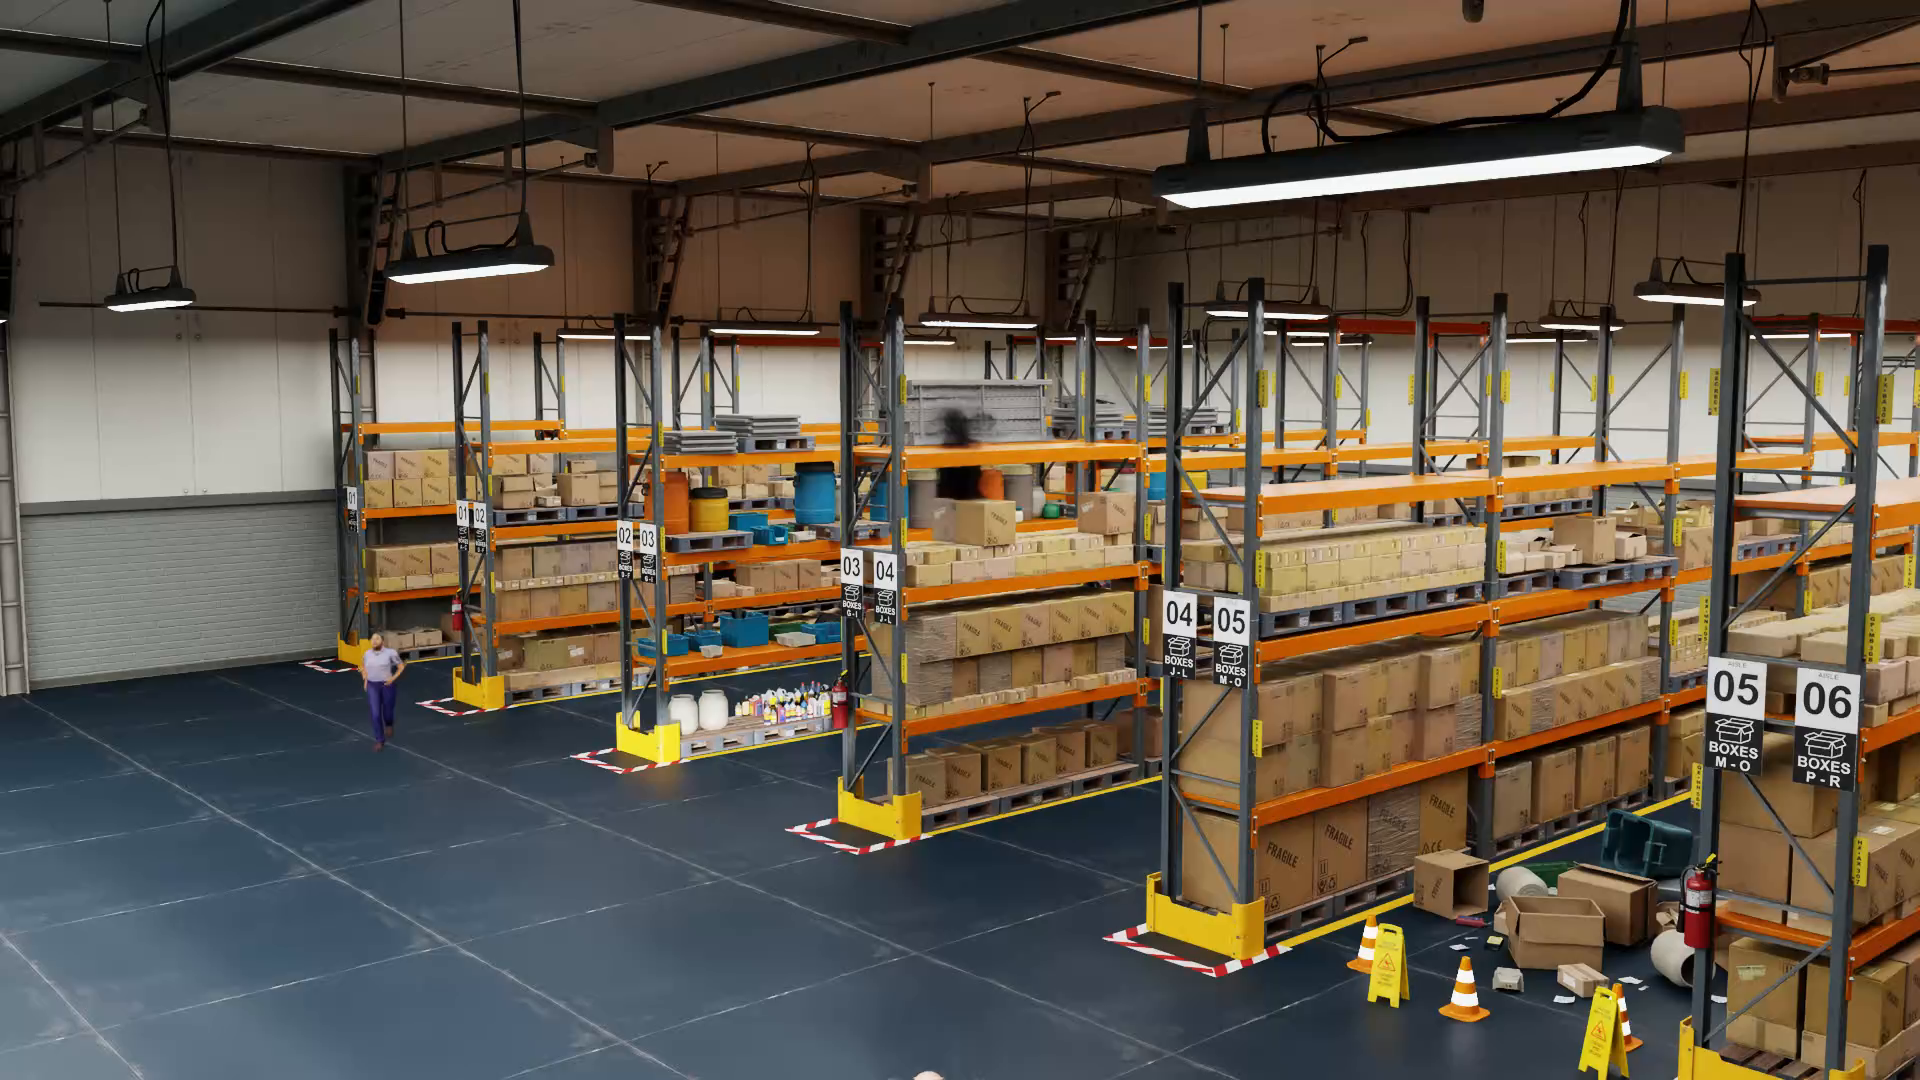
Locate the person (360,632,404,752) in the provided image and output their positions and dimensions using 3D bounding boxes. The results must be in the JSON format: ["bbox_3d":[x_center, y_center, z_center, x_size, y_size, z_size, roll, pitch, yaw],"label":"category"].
[{"bbox_3d":[-8.054,2.086,23.176,0.602,1.637,0.674,-1,6,-7],"label":"person"}]

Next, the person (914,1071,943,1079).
[{"bbox_3d":[-0.163,3.498,8.279,0.712,1.739,0.581,0,6,4],"label":"person"}]
